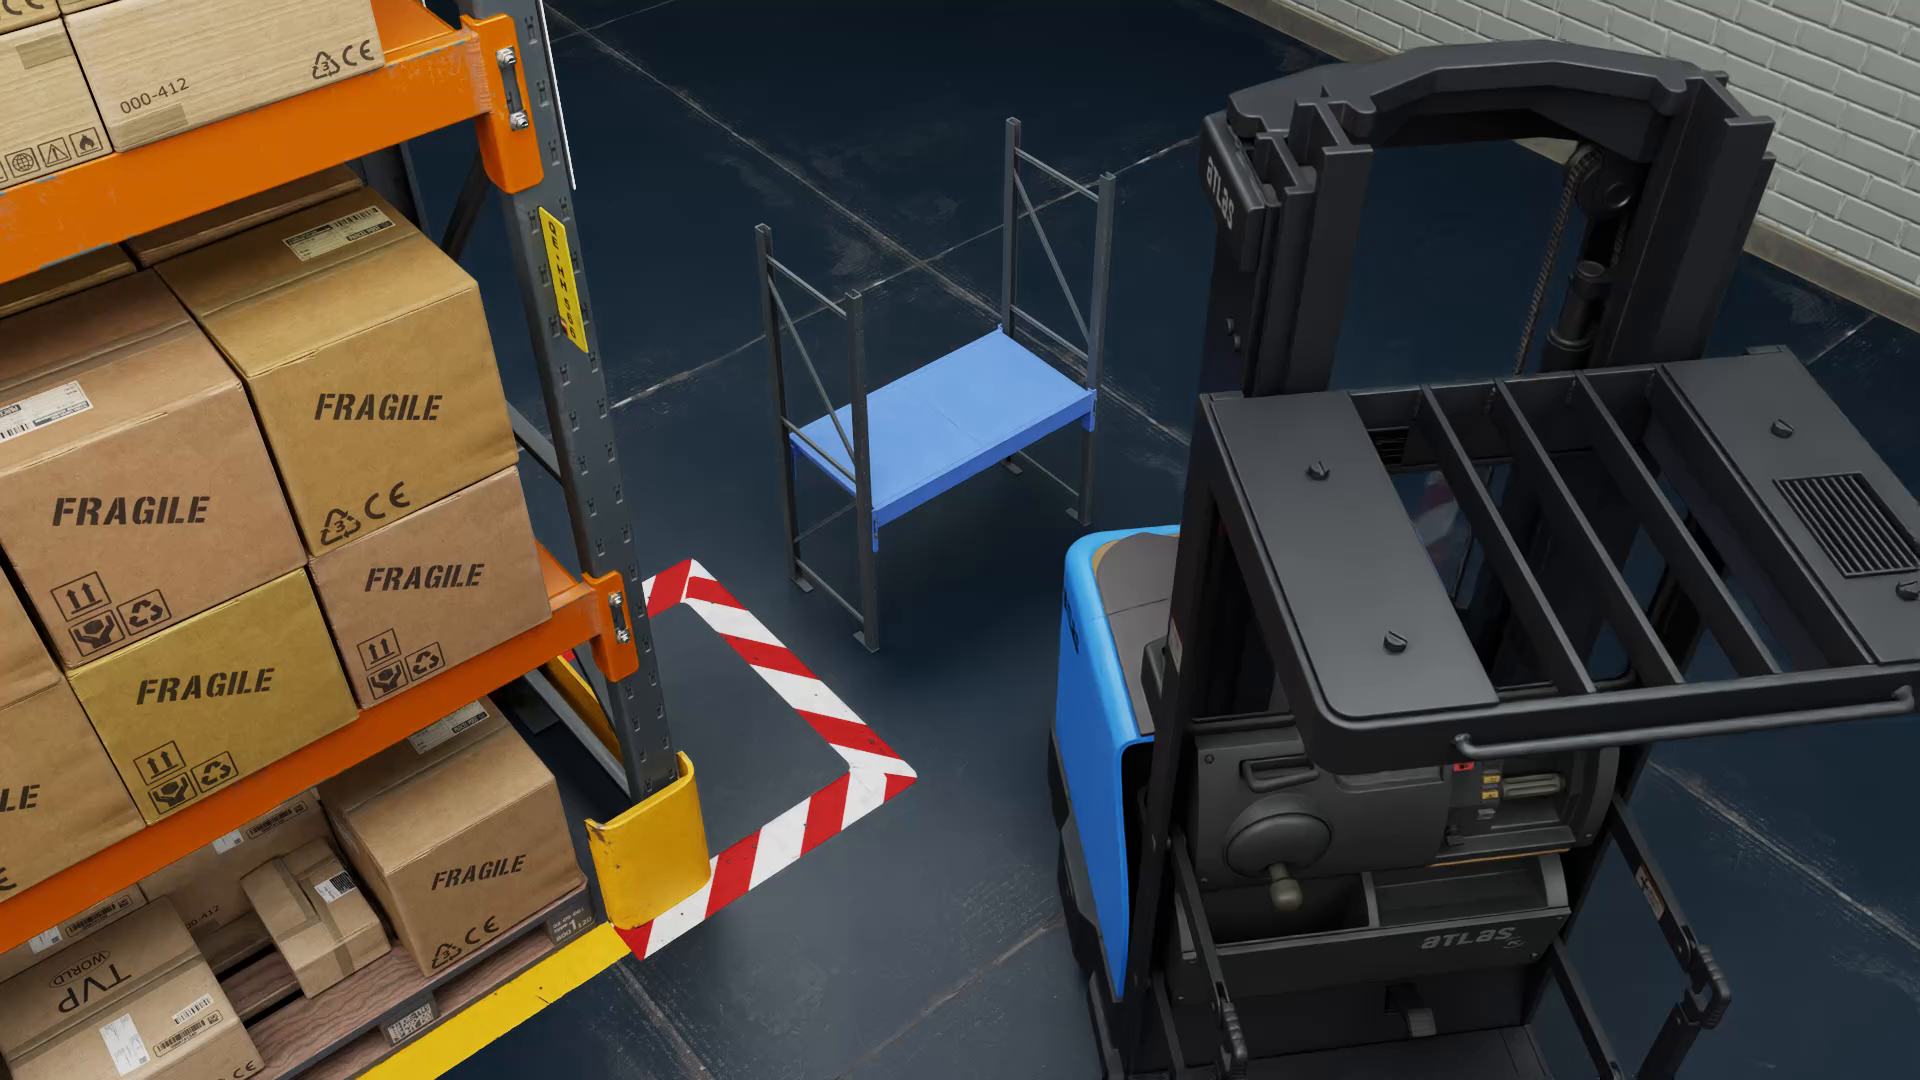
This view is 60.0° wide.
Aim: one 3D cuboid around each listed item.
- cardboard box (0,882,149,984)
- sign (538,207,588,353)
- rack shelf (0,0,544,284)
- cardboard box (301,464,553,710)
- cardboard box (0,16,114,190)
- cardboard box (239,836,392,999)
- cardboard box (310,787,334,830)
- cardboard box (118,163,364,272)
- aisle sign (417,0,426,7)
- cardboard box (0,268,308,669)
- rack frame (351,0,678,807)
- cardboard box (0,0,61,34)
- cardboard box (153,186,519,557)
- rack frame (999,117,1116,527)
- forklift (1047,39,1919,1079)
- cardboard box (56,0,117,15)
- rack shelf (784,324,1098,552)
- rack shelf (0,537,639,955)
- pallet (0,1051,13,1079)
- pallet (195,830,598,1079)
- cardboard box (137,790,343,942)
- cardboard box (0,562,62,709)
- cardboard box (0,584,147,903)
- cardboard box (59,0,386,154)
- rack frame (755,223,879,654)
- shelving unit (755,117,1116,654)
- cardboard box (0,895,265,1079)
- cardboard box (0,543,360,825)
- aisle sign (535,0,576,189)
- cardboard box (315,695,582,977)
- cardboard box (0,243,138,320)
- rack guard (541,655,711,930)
[{"bbox_3d":[-2.558,1.053,4.625,0.500,0.250,0.500,-30,51,-28],"label":"cardboard box"},{"bbox_3d":[-0.851,-0.555,3.573,0.005,0.325,0.100,-30,51,-28],"label":"sign"},{"bbox_3d":[-2.726,-0.271,2.681,4.000,0.370,1.077,-30,51,-28],"label":"rack shelf"},{"bbox_3d":[-1.361,-0.015,4.001,0.500,0.500,0.500,-28,50,-27],"label":"cardboard box"},{"bbox_3d":[-1.807,-0.779,2.806,0.500,0.250,0.500,-30,51,-28],"label":"cardboard box"},{"bbox_3d":[-1.819,1.053,4.686,0.250,0.166,0.380,-30,51,-28],"label":"cardboard box"},{"bbox_3d":[-1.925,0.668,5.096,0.250,0.166,0.380,-30,51,-28],"label":"cardboard box"},{"bbox_3d":[-1.701,-0.662,3.961,0.500,0.500,0.500,-28,50,-27],"label":"cardboard box"},{"bbox_3d":[-1.328,-1.450,3.703,0.004,0.787,0.394,-30,51,-28],"label":"aisle sign"},{"bbox_3d":[-1.744,-0.156,3.422,0.500,0.500,0.500,-28,50,-27],"label":"cardboard box"},{"bbox_3d":[-1.192,-0.318,4.397,0.127,3.000,1.000,-30,51,-28],"label":"rack frame"},{"bbox_3d":[-1.806,-0.959,2.634,0.500,0.250,0.500,-30,51,-28],"label":"cardboard box"},{"bbox_3d":[-1.357,-0.379,3.659,0.500,0.500,0.500,-30,51,-28],"label":"cardboard box"},{"bbox_3d":[0.325,-0.733,5.934,0.032,1.500,0.500,-30,51,-28],"label":"rack frame"},{"bbox_3d":[0.991,0.653,3.414,1.130,2.935,3.031,-5,43,-6],"label":"forklift"},{"bbox_3d":[-1.422,-1.179,2.868,0.500,0.250,0.500,-30,51,-28],"label":"cardboard box"},{"bbox_3d":[-0.065,-0.378,5.820,1.000,0.185,0.538,-30,51,-28],"label":"rack shelf"},{"bbox_3d":[-2.726,0.823,3.708,4.000,0.370,1.077,-30,51,-28],"label":"rack shelf"},{"bbox_3d":[-2.796,1.616,4.376,1.213,0.211,1.003,-30,51,-28],"label":"pallet"},{"bbox_3d":[-1.861,1.083,4.943,1.213,0.211,1.003,-30,51,-28],"label":"pallet"},{"bbox_3d":[-2.174,0.834,4.858,0.500,0.250,0.500,-30,51,-28],"label":"cardboard box"},{"bbox_3d":[-2.138,0.074,3.177,0.500,0.500,0.500,-28,50,-27],"label":"cardboard box"},{"bbox_3d":[-2.143,0.431,3.527,0.500,0.500,0.500,-29,51,-28],"label":"cardboard box"},{"bbox_3d":[-1.417,-0.992,3.034,0.500,0.250,0.500,-30,51,-28],"label":"cardboard box"},{"bbox_3d":[-0.455,-0.286,5.459,0.032,1.500,0.500,-30,51,-28],"label":"rack frame"},{"bbox_3d":[-0.065,-0.509,5.697,1.048,1.500,0.538,-30,51,-28],"label":"shelving unit"},{"bbox_3d":[-2.199,1.294,4.368,0.500,0.250,0.500,-30,51,-28],"label":"cardboard box"},{"bbox_3d":[-1.756,0.215,3.757,0.500,0.500,0.500,-29,51,-28],"label":"cardboard box"},{"bbox_3d":[-0.943,-1.135,3.368,0.004,0.787,0.394,-30,51,-28],"label":"aisle sign"},{"bbox_3d":[-1.451,0.801,4.710,0.500,0.500,0.500,-30,51,-28],"label":"cardboard box"},{"bbox_3d":[-2.097,-0.429,3.712,0.500,0.500,0.500,-29,51,-27],"label":"cardboard box"},{"bbox_3d":[-1.250,0.627,5.217,0.348,0.500,1.175,-30,51,-28],"label":"rack guard"}]
